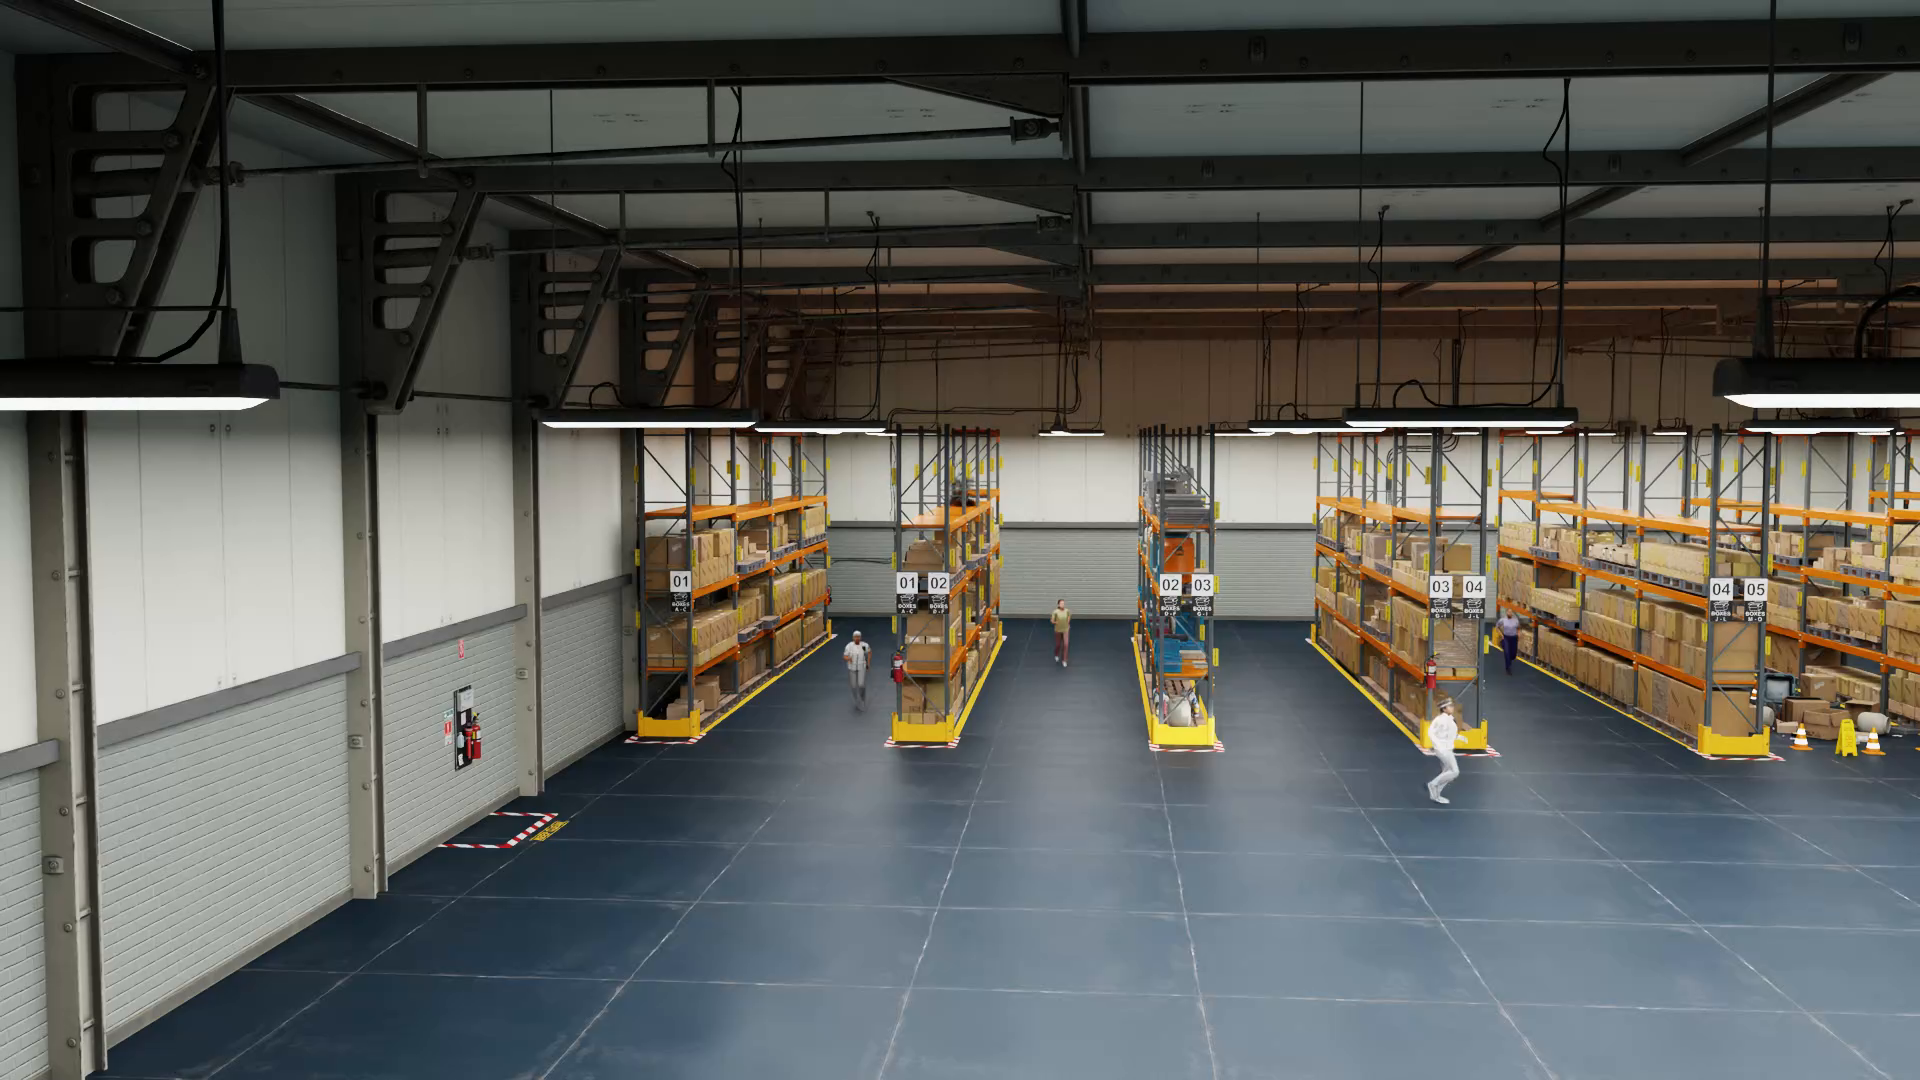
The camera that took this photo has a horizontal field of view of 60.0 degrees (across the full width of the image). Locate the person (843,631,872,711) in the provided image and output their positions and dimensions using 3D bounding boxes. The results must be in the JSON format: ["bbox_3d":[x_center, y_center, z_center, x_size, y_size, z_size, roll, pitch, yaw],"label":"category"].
[{"bbox_3d":[-2.176,2.774,35.150,0.592,1.718,0.725,0,3,2],"label":"person"}]

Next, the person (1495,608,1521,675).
[{"bbox_3d":[13.406,2.461,40.651,0.608,1.621,0.670,0,3,4],"label":"person"}]

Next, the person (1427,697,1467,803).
[{"bbox_3d":[7.687,3.299,26.142,0.529,1.666,0.600,2,4,33],"label":"person"}]

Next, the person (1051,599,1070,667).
[{"bbox_3d":[2.555,2.316,42.061,0.546,1.657,0.936,-1,4,-8],"label":"person"}]
